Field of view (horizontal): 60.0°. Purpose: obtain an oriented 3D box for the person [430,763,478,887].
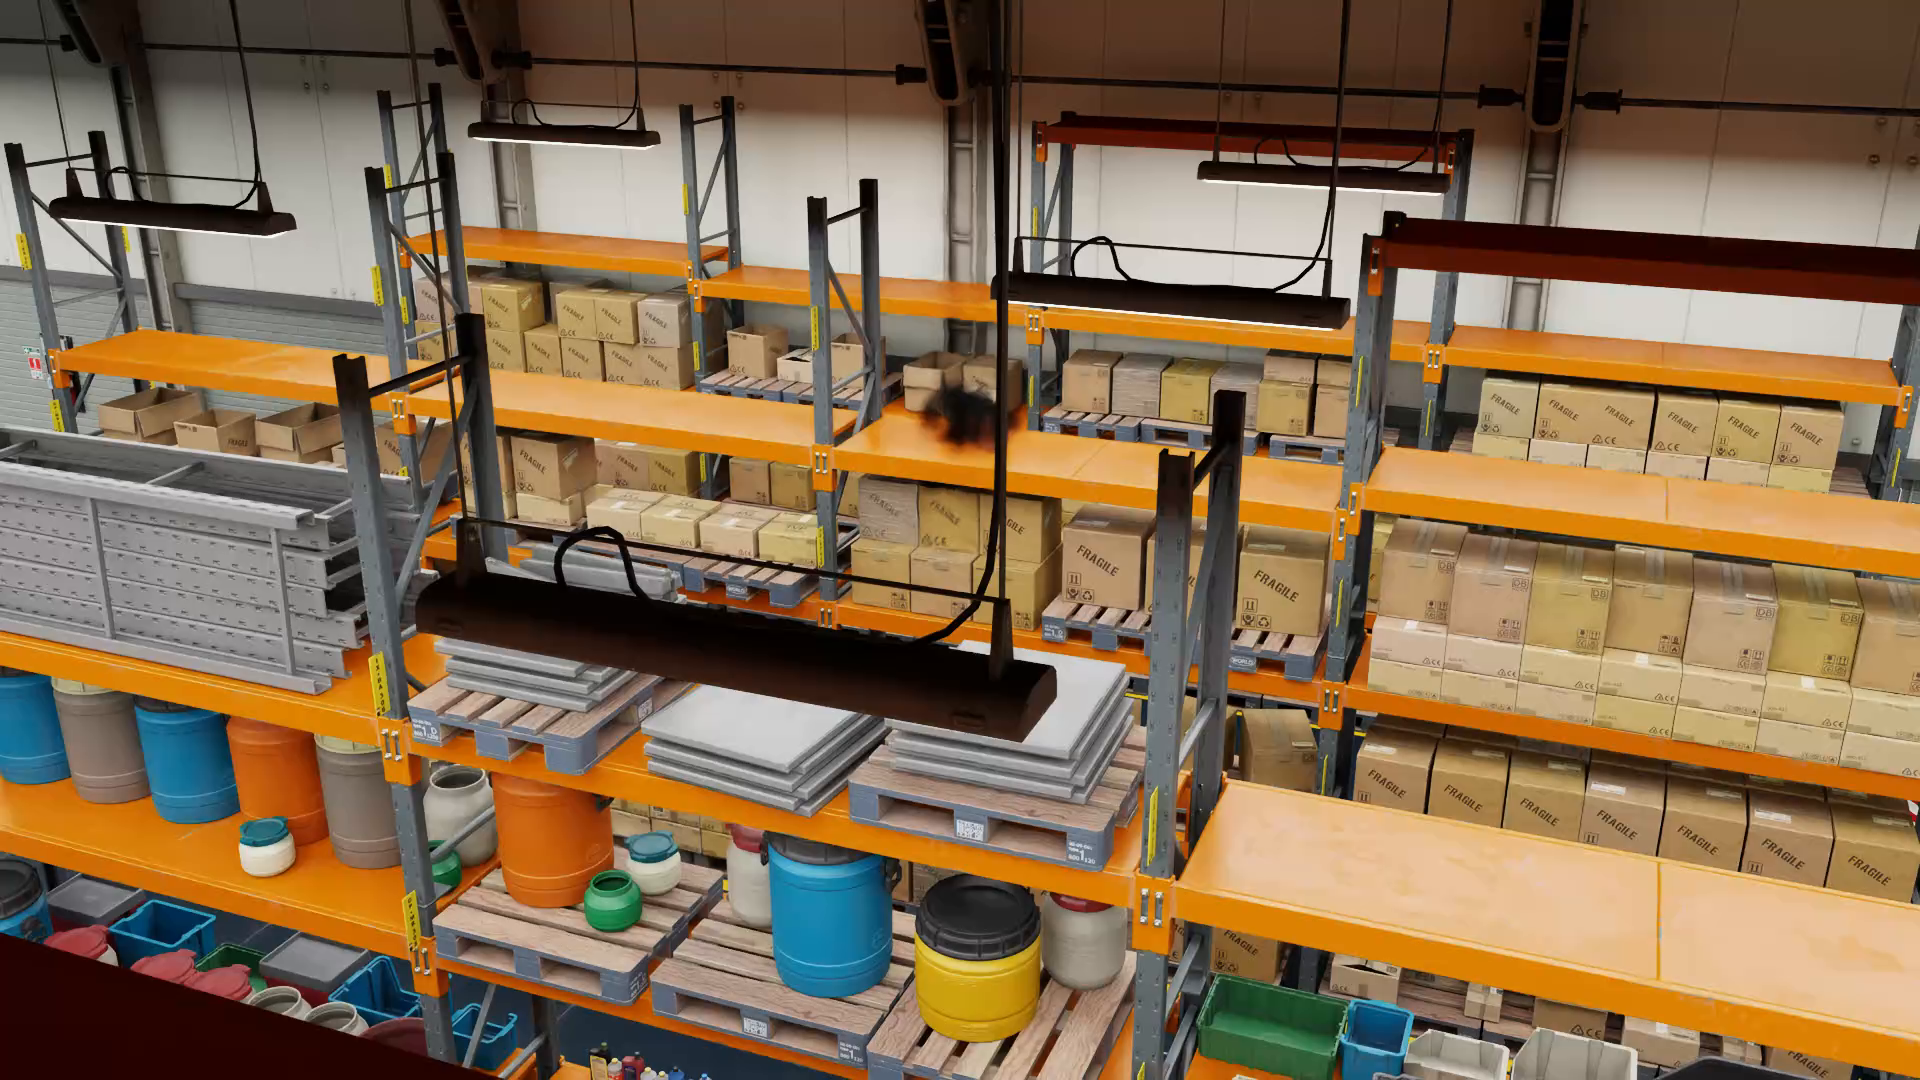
[{"bbox_3d":[-3.891,2.472,12.903,0.747,1.620,0.631,6,22,15],"label":"person"}]
